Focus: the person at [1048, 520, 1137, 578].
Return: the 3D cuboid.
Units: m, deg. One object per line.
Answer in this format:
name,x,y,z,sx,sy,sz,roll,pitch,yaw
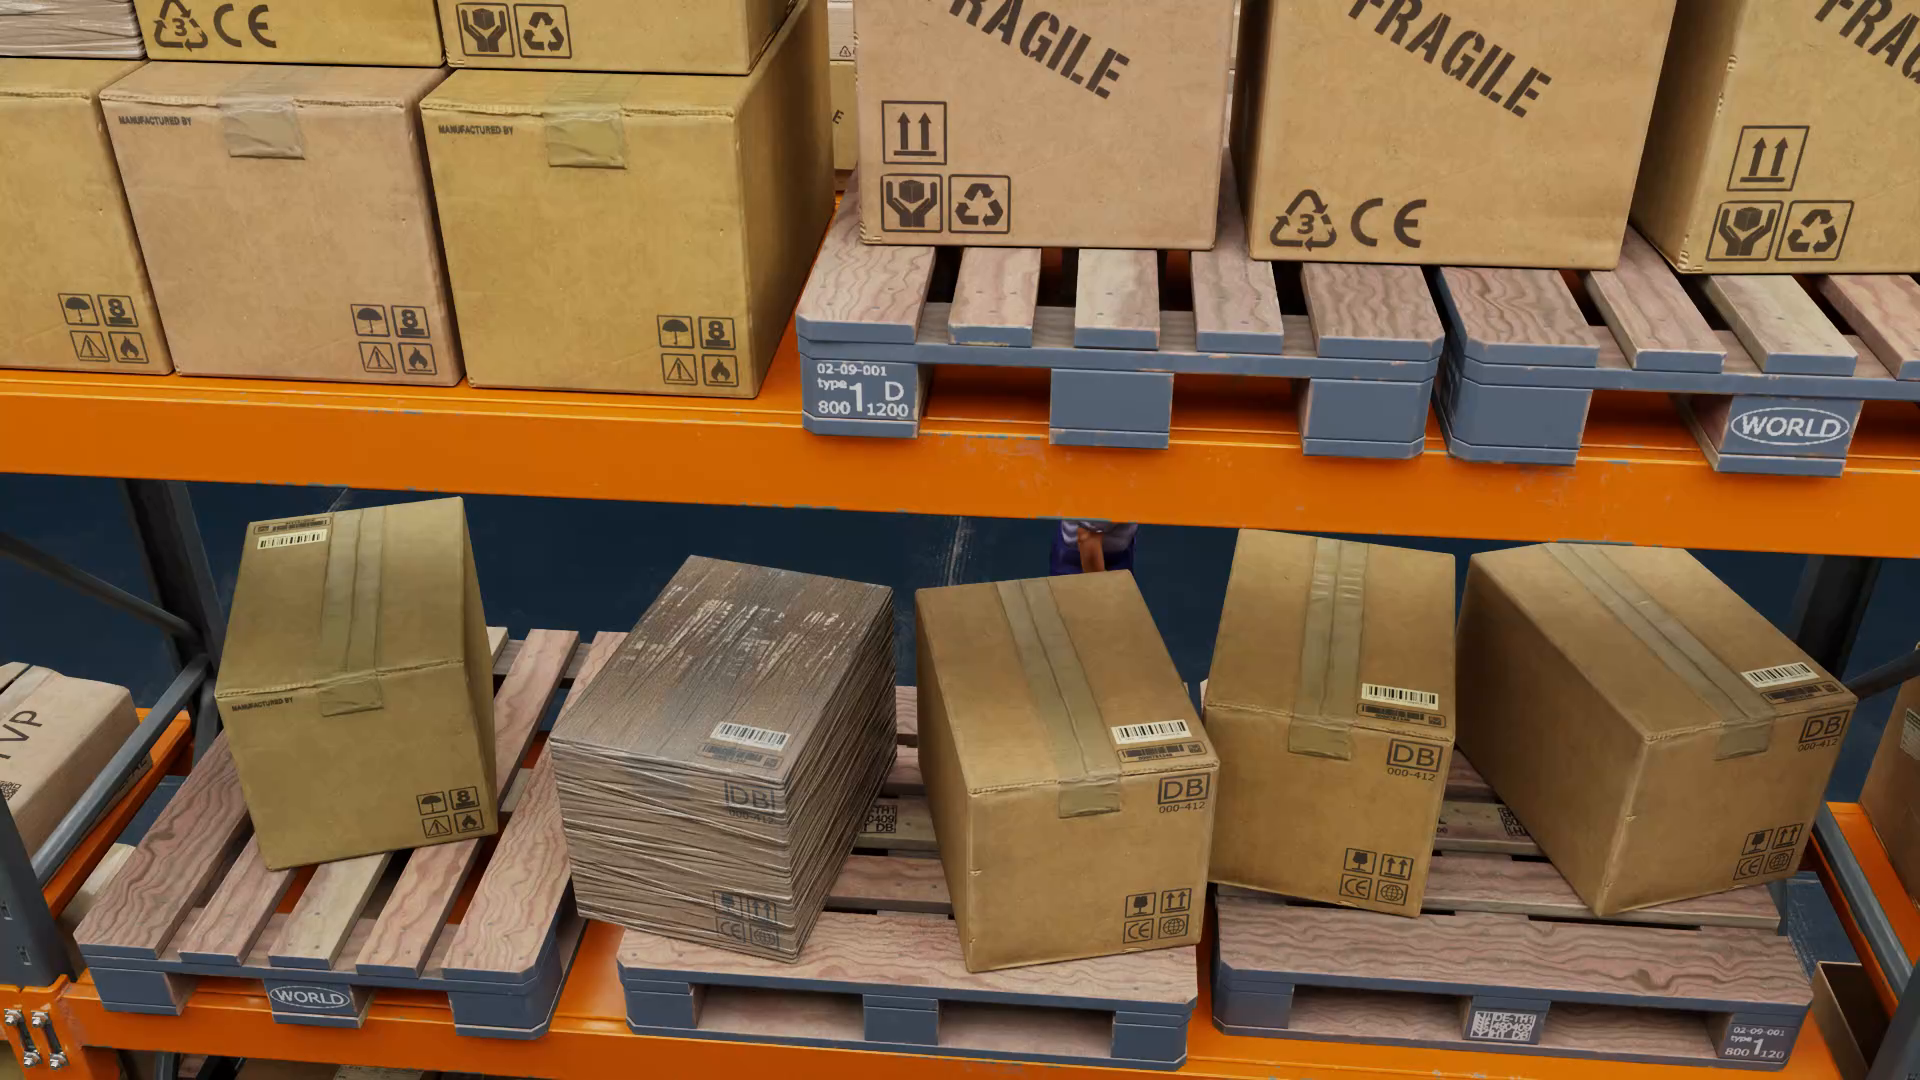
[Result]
person,0.526,0.118,5.956,0.418,1.651,0.536,3,32,4
